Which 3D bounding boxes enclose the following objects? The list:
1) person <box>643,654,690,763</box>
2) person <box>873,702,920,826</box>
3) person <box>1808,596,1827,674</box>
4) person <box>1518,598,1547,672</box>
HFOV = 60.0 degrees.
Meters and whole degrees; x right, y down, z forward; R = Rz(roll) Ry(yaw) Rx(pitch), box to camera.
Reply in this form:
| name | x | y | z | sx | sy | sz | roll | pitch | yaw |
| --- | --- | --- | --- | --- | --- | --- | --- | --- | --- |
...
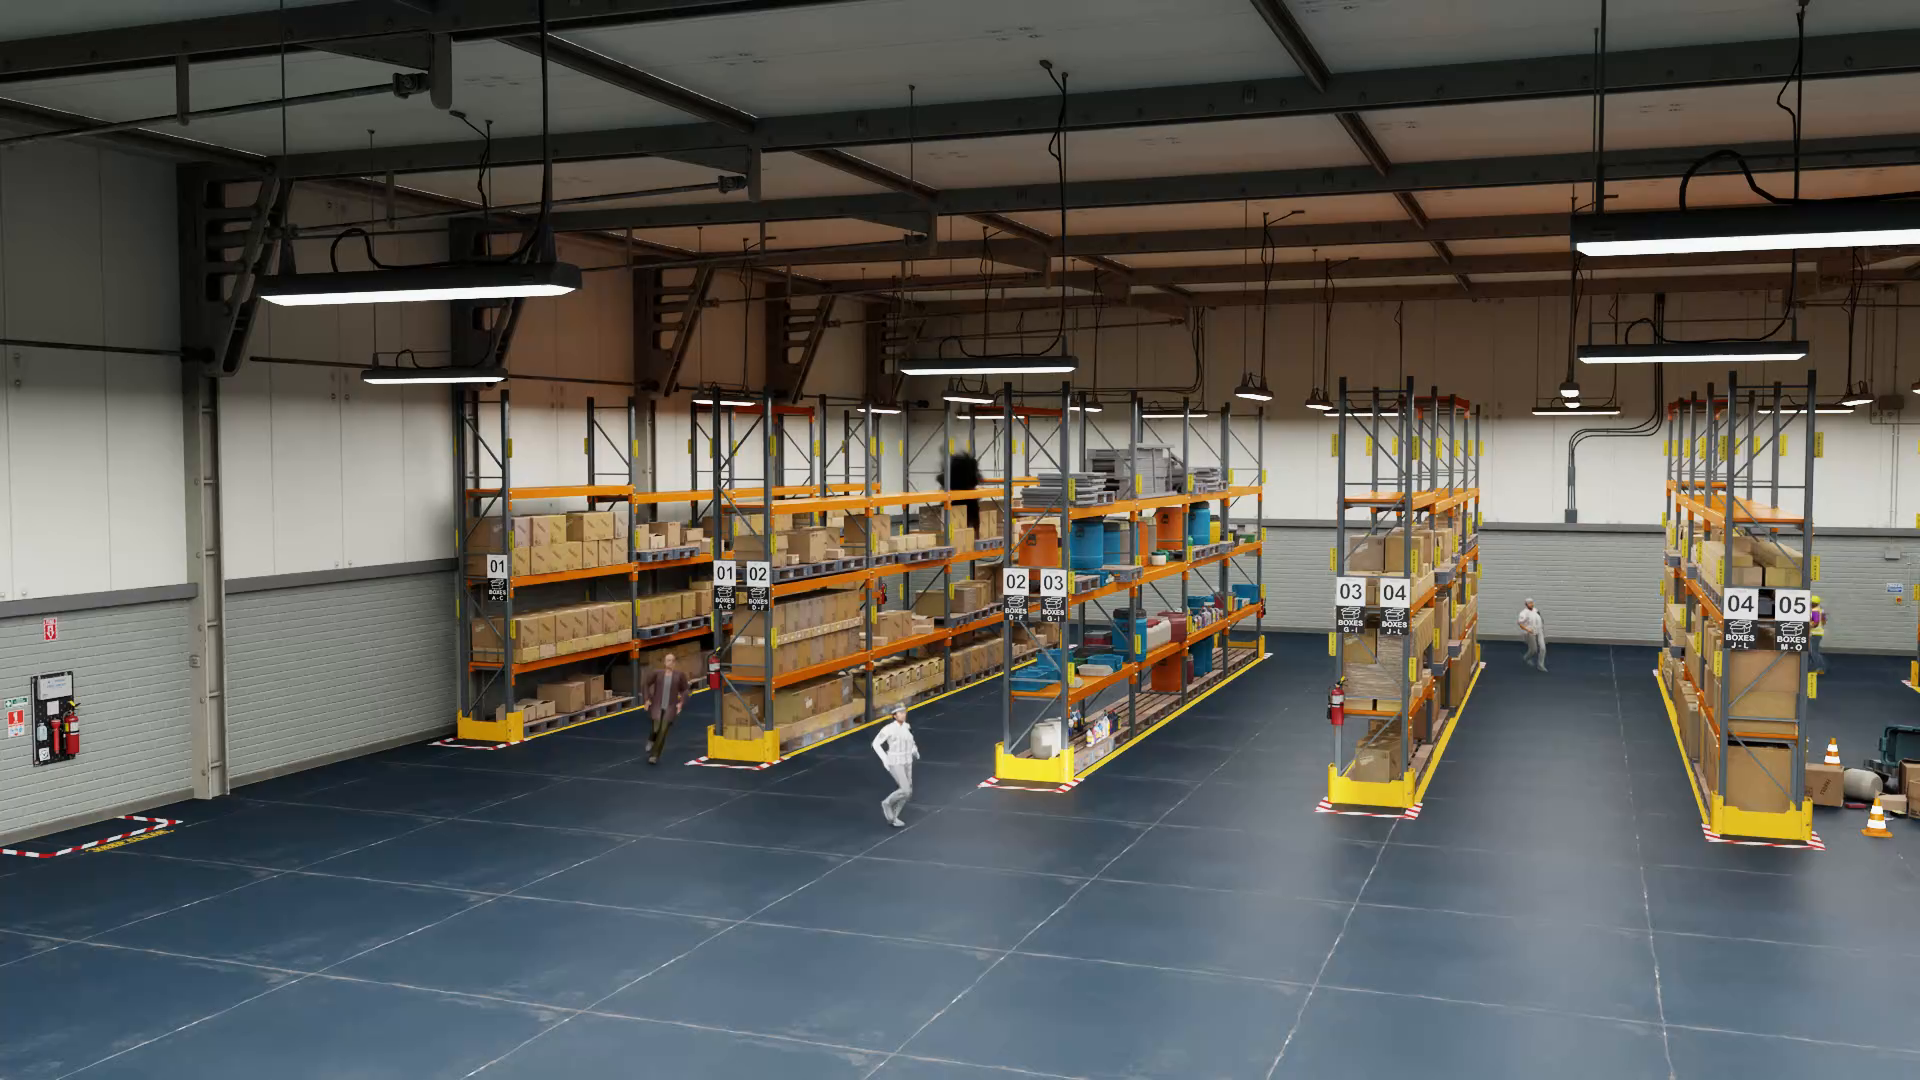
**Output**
| name | x | y | z | sx | sy | sz | roll | pitch | yaw |
| --- | --- | --- | --- | --- | --- | --- | --- | --- | --- |
| person | -4.702 | 2.682 | 26.648 | 0.749 | 1.698 | 0.646 | -1 | 3 | -11 |
| person | -0.765 | 2.960 | 21.923 | 0.548 | 1.652 | 0.600 | 3 | 4 | 43 |
| person | 18.878 | 2.098 | 36.860 | 0.610 | 1.729 | 0.676 | 1 | 3 | 24 |
| person | 12.946 | 2.134 | 37.595 | 0.656 | 1.644 | 0.688 | -1 | 3 | -16 |
